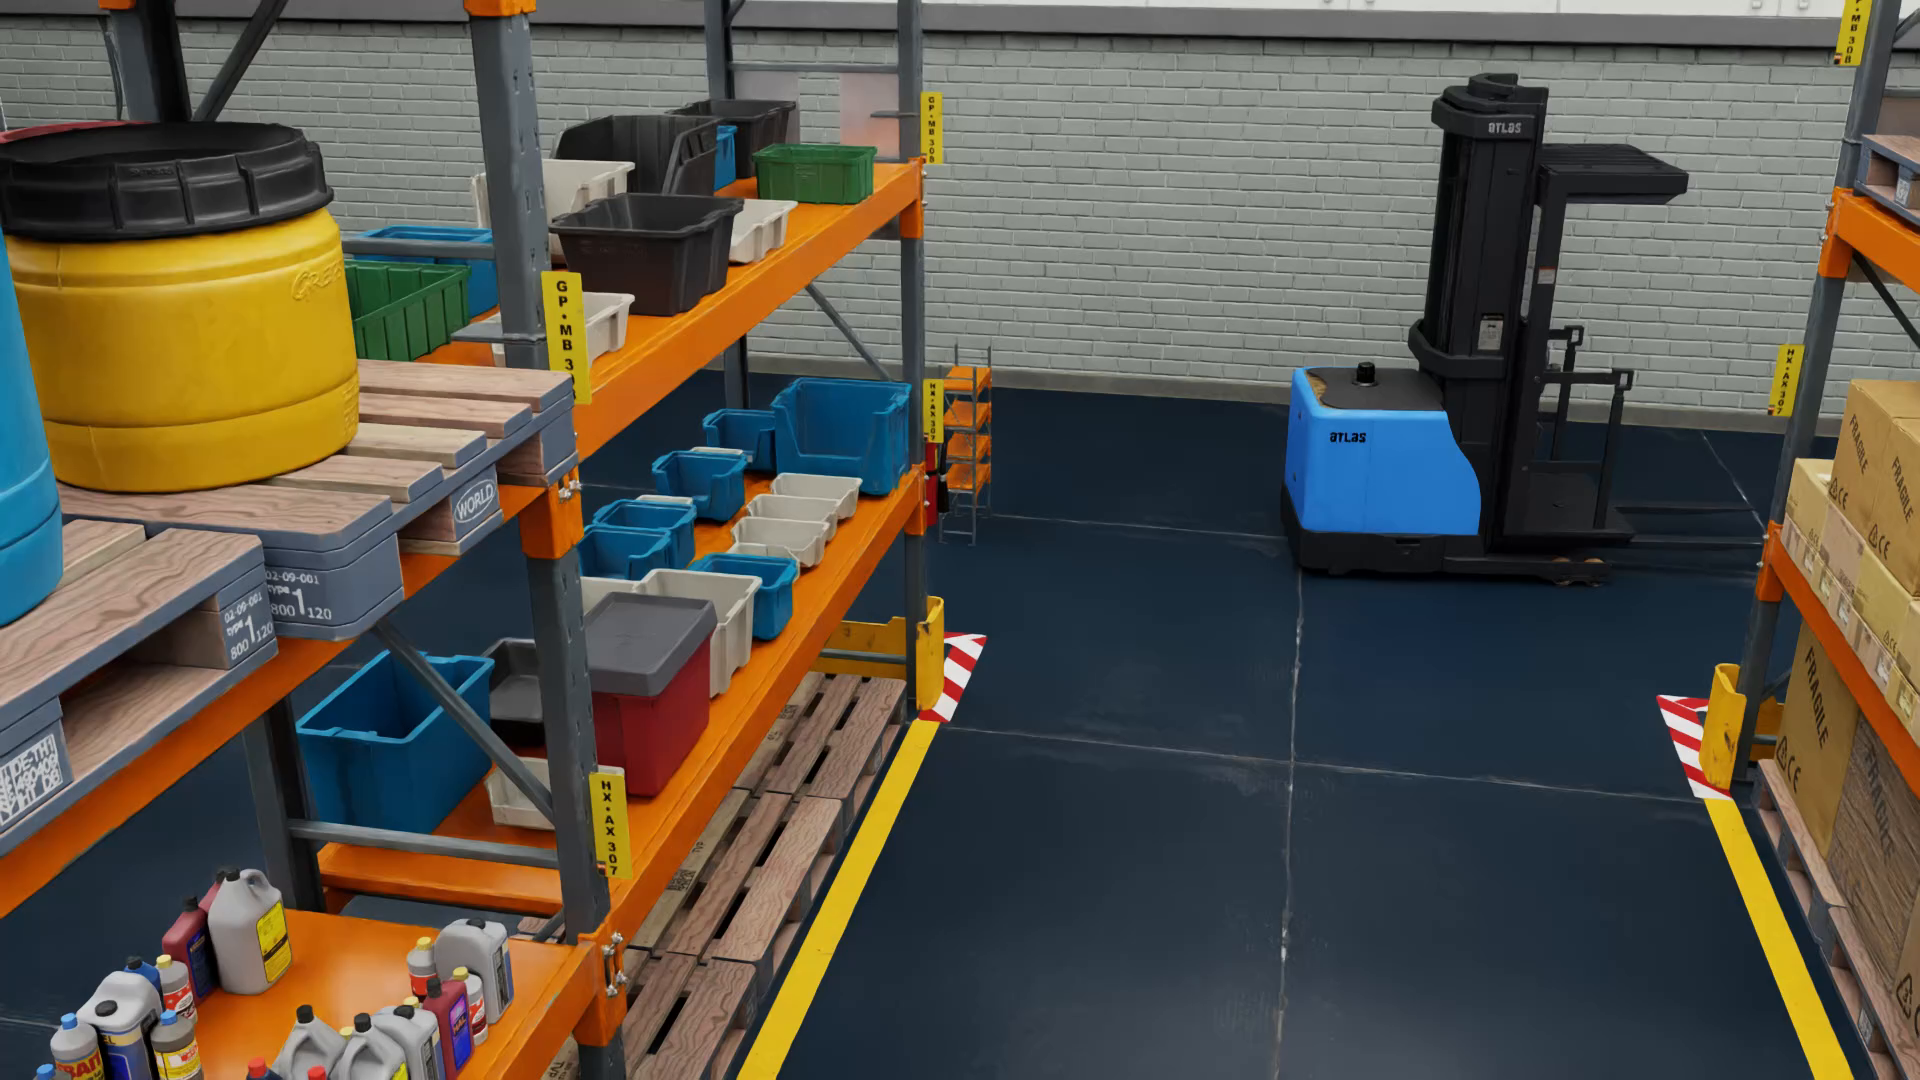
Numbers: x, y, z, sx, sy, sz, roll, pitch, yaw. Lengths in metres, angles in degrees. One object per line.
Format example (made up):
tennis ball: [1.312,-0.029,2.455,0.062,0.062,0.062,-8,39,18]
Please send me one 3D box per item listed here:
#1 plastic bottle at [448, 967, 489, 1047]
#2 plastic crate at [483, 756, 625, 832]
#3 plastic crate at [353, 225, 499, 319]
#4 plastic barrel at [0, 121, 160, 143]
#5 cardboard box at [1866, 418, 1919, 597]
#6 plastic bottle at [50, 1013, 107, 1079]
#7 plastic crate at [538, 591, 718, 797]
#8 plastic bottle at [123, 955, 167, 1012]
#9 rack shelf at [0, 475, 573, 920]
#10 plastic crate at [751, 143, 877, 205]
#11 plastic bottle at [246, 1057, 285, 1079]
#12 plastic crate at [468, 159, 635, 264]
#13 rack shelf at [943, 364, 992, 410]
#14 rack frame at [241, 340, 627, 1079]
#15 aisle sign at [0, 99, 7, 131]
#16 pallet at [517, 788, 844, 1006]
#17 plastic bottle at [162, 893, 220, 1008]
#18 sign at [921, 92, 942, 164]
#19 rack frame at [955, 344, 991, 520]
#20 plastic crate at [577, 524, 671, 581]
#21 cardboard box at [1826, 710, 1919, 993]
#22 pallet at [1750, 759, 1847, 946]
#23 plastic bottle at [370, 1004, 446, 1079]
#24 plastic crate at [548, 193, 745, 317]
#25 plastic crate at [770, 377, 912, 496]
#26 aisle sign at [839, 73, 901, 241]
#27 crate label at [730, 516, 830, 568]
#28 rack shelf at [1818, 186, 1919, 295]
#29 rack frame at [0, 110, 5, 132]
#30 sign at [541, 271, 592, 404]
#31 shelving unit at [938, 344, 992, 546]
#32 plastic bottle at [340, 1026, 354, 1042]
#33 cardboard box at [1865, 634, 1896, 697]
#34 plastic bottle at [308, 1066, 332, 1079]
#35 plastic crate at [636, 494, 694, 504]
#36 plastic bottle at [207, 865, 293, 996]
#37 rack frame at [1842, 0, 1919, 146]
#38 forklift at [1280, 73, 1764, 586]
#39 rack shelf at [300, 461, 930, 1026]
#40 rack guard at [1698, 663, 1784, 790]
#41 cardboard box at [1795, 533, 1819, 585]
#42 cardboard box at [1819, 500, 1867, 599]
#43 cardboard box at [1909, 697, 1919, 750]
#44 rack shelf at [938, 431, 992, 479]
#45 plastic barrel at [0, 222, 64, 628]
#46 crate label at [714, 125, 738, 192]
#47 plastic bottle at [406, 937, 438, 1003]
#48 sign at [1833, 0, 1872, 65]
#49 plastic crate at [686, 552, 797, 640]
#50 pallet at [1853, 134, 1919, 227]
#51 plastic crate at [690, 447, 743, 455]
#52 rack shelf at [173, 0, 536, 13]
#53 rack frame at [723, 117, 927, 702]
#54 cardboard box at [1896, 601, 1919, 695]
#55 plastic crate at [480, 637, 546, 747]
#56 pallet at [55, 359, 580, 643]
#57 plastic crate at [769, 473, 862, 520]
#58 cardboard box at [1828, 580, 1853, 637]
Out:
plastic bottle: [-1.250,1.171,4.196,0.097,0.201,0.097,0,22,0]
plastic crate: [-1.254,0.801,5.122,0.396,0.136,0.243,4,22,11]
plastic crate: [-1.616,-0.805,5.047,0.416,0.233,0.300,4,22,11]
plastic barrel: [-1.842,-0.610,3.594,0.433,0.535,0.433,0,22,0]
cardboard box: [3.612,-0.108,5.905,0.500,0.500,0.500,4,22,9]
plastic bottle: [-2.082,1.240,3.932,0.097,0.271,0.097,0,22,0]
plastic crate: [-1.061,0.501,5.429,0.402,0.464,0.583,4,22,11]
plastic bottle: [-2.034,1.155,4.143,0.097,0.271,0.097,0,22,0]
rack shelf: [-1.897,0.540,2.446,1.077,0.370,4.000,4,22,11]
plastic crate: [-0.595,-1.508,6.850,0.450,0.188,0.336,4,22,11]
plastic bottle: [-1.535,1.306,3.661,0.144,0.351,0.185,4,22,11]
plastic crate: [-1.427,-1.146,5.829,0.437,0.282,0.530,4,22,11]
rack shelf: [0.034,-0.982,10.633,0.258,0.148,0.480,4,22,11]
rack frame: [-1.489,0.866,4.689,1.000,3.000,0.127,4,22,11]
aisle sign: [-5.207,-2.184,8.780,0.394,0.787,0.004,4,22,11]
pallet: [-1.130,1.440,6.996,1.003,0.211,1.213,4,22,11]
plastic bottle: [-2.009,1.070,4.337,0.061,0.283,0.133,4,22,11]
sign: [-0.131,-1.904,7.691,0.100,0.325,0.005,4,22,11]
rack frame: [0.084,-0.706,11.001,0.240,1.200,0.015,4,22,11]
plastic crate: [-1.375,0.109,6.711,0.416,0.233,0.300,4,22,11]
cardboard box: [3.938,1.144,6.279,0.875,0.875,0.875,4,22,11]
pallet: [4.089,1.372,7.164,1.003,0.211,1.213,4,22,11]
plastic bottle: [-1.328,1.226,3.961,0.152,0.276,0.135,4,22,11]
plastic crate: [-0.967,-0.898,5.229,0.497,0.269,0.590,4,22,11]
plastic crate: [-0.558,-0.505,7.964,0.616,0.435,0.499,4,22,11]
aisle sign: [-0.371,-1.807,7.845,0.394,0.787,0.004,4,22,11]
crate label: [-0.768,0.018,7.066,0.396,0.136,0.243,4,22,11]
rack shelf: [3.768,-0.546,5.141,1.077,0.370,4.000,4,22,11]
rack frame: [-5.521,-0.976,9.262,1.000,3.000,0.127,4,22,11]
sign: [-0.951,-0.487,4.021,0.100,0.325,0.005,4,22,11]
shelving unit: [0.034,-0.617,10.780,0.258,1.200,0.503,4,22,11]
plastic bottle: [-1.454,1.258,3.982,0.097,0.201,0.097,0,22,0]
cardboard box: [3.520,0.472,6.002,0.380,0.149,0.250,4,22,10]
plastic bottle: [-1.394,1.317,3.633,0.144,0.351,0.185,4,22,11]
plastic crate: [-1.330,-0.078,7.306,0.250,0.136,0.298,4,22,11]
plastic bottle: [-1.886,1.007,4.403,0.144,0.351,0.185,4,22,11]
rack frame: [4.176,-3.002,6.263,1.000,3.000,0.127,4,22,11]
forklift: [3.625,-1.283,10.117,3.031,2.935,1.130,1,22,3]
rack shelf: [-1.081,0.468,6.639,1.077,0.370,4.000,4,22,11]
rack guard: [4.181,0.931,7.872,1.175,0.500,0.348,4,22,11]
cardboard box: [3.729,0.096,6.937,0.380,0.149,0.250,4,22,10]
cardboard box: [3.714,0.058,6.498,0.500,0.250,0.500,4,22,10]
cardboard box: [3.416,0.660,5.535,0.380,0.149,0.250,5,22,12]
rack shelf: [0.034,-0.555,10.805,0.258,0.148,0.480,4,22,11]
plastic barrel: [-1.688,-0.317,2.377,0.600,0.901,0.708,4,22,11]
crate label: [-1.177,-1.607,7.012,0.408,0.251,0.502,4,22,11]
plastic bottle: [-1.379,1.124,4.313,0.097,0.201,0.097,0,22,0]
sign: [3.634,-2.098,6.755,0.100,0.325,0.005,4,22,11]
plastic crate: [-0.841,0.223,6.428,0.416,0.233,0.300,4,22,11]
pallet: [4.035,-1.298,6.164,1.003,0.211,1.213,4,22,11]
plastic crate: [-1.192,-0.326,7.921,0.250,0.136,0.298,4,22,11]
rack shelf: [-1.081,-2.129,5.593,1.077,0.370,4.000,4,22,11]
rack frame: [-0.673,-0.597,8.321,1.000,3.000,0.127,4,22,11]
cardboard box: [3.507,0.432,5.567,0.500,0.250,0.500,4,22,10]
plastic crate: [-1.524,0.536,5.796,0.437,0.125,0.590,4,22,11]
pallet: [-1.553,-0.144,3.433,1.213,0.211,1.003,4,22,11]
plastic crate: [-0.662,-0.191,7.584,0.396,0.136,0.243,4,22,11]
cardboard box: [3.625,0.285,6.468,0.380,0.149,0.250,4,22,10]
